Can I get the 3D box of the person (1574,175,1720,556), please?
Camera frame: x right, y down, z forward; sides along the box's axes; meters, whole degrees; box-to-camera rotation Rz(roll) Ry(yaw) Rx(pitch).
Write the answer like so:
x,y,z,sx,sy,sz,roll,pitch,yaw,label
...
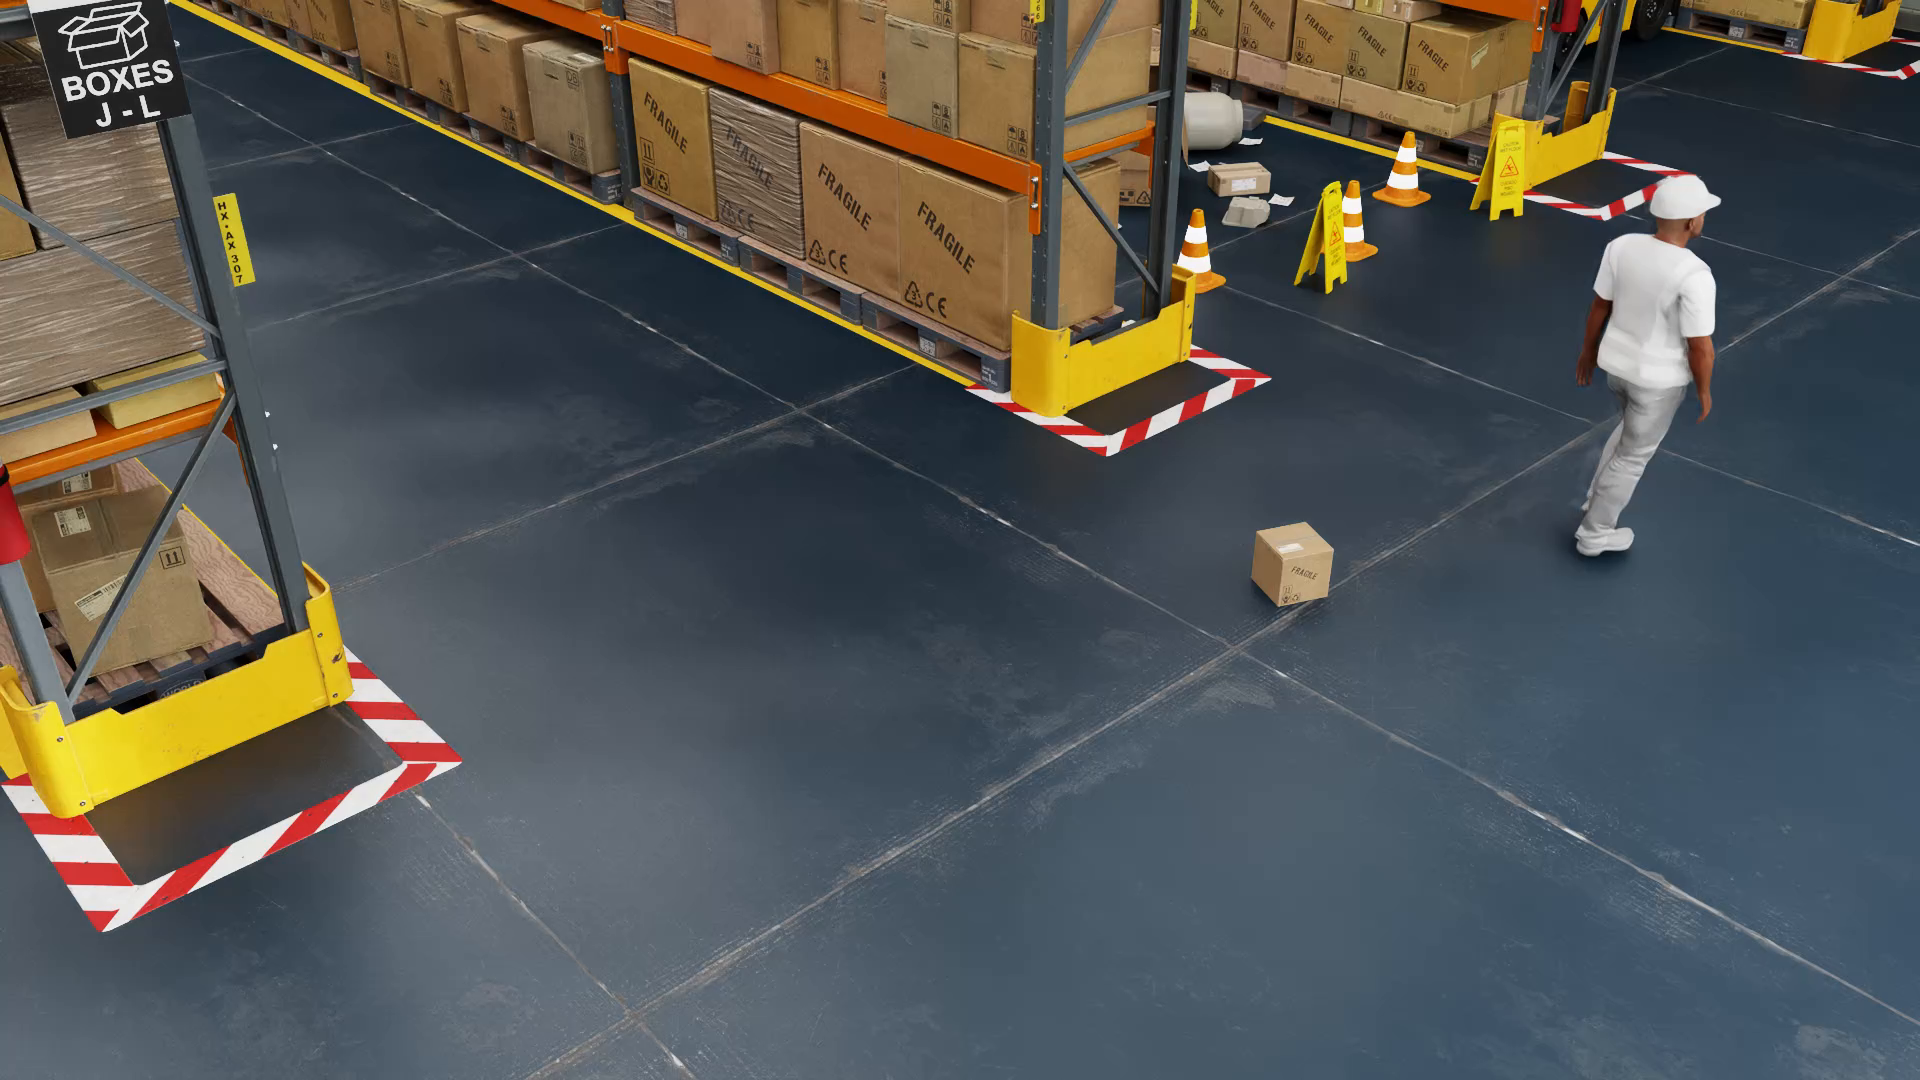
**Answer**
x,y,z,sx,sy,sz,roll,pitch,yaw,label
3.027,-0.726,7.285,0.490,1.810,0.610,-13,34,-20,person
